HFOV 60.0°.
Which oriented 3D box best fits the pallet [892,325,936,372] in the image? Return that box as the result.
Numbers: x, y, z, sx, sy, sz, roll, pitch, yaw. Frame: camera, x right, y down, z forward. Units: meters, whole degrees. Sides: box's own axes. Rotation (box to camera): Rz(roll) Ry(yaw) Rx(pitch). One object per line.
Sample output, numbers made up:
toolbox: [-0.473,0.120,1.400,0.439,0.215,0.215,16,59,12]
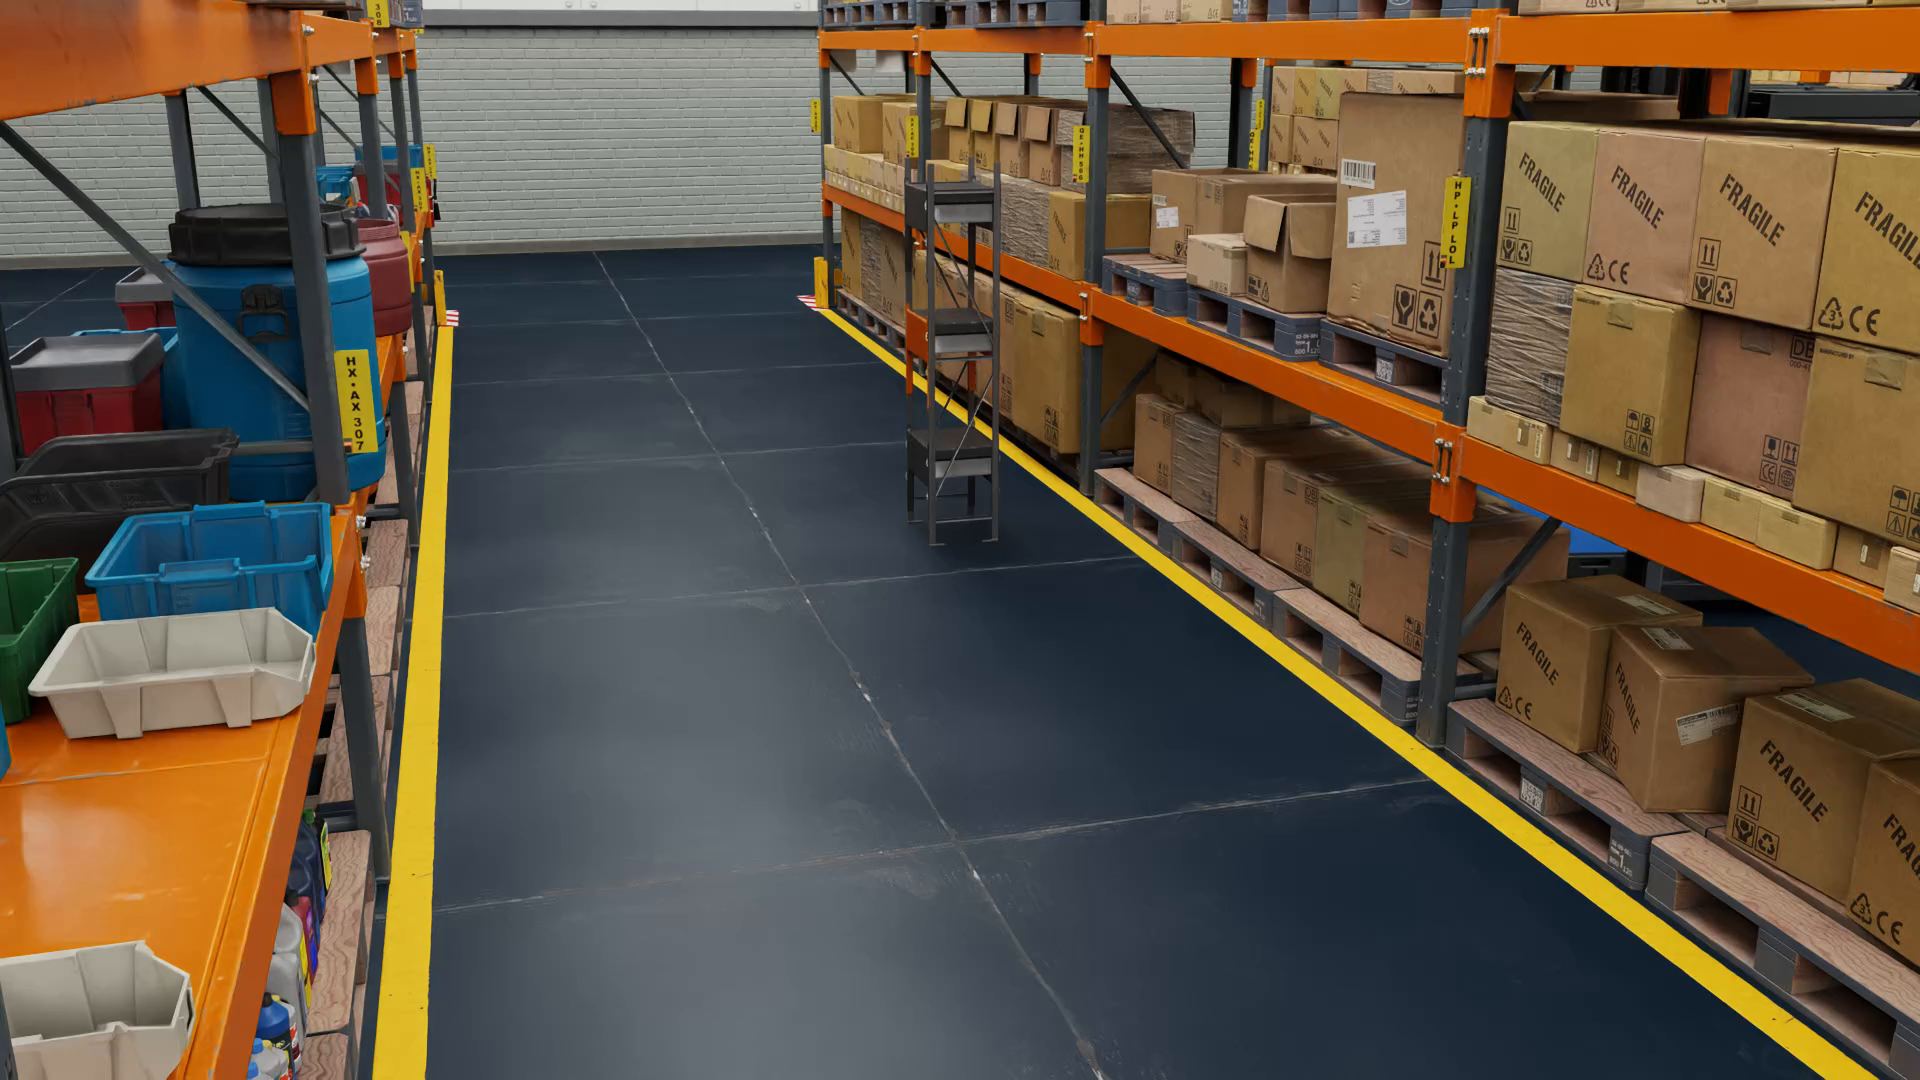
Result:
pallet: [0.012,-1.744,14.890,1.003,0.211,1.213,-5,17,-15]

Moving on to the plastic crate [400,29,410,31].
plastic crate: [-5.170,-4.662,14.914,0.450,0.188,0.336,-5,17,-15]

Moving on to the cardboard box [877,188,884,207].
cardboard box: [-0.536,-3.086,14.947,0.380,0.149,0.250,-4,17,-14]

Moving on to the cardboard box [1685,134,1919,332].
cardboard box: [2.500,-0.898,4.799,0.500,0.500,0.500,-5,17,-15]

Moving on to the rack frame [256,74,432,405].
rack frame: [-4.616,-2.471,12.465,1.000,3.000,0.127,-5,17,-15]

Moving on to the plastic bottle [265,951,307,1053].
plastic bottle: [-1.781,1.178,4.285,0.152,0.276,0.135,-4,17,-14]

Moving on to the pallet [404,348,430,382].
pallet: [-4.855,-1.336,13.533,1.003,0.211,1.213,-5,17,-15]

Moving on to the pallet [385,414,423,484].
pallet: [-4.105,-0.581,11.019,1.003,0.211,1.213,-5,17,-15]

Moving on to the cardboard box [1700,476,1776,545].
cardboard box: [2.482,-0.103,5.016,0.380,0.149,0.250,-5,17,-15]

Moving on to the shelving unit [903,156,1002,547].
shelving unit: [-0.045,-1.051,9.302,0.431,2.100,0.503,-5,17,-15]

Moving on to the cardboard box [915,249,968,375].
cardboard box: [0.341,-1.871,13.430,1.225,0.875,0.875,-5,17,-15]

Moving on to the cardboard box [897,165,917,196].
cardboard box: [-0.228,-3.035,14.085,0.500,0.250,0.500,-5,17,-16]

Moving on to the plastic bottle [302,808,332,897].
plastic bottle: [-1.968,0.939,5.069,0.061,0.283,0.133,-4,17,-12]

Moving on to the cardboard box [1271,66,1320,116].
cardboard box: [3.712,-4.857,17.980,0.500,0.500,0.500,-5,17,-16]

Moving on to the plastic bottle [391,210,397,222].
plastic bottle: [-4.097,-2.227,11.868,0.152,0.276,0.135,-5,17,-15]

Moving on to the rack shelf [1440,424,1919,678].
rack shelf: [2.894,0.248,4.663,1.077,0.370,4.000,-5,17,-15]

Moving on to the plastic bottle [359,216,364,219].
plastic bottle: [-4.073,-2.071,11.355,0.097,0.271,0.097,0,17,0]

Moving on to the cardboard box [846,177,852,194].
cardboard box: [-0.889,-3.441,16.128,0.380,0.149,0.250,-5,17,-16]

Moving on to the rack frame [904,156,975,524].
rack frame: [-0.113,-1.119,9.527,0.400,2.100,0.015,-5,17,-15]

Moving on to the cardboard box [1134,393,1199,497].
cardboard box: [1.449,-0.586,9.770,0.700,0.500,0.500,-6,18,-18]

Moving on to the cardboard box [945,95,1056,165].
cardboard box: [0.330,-3.215,13.024,0.797,0.503,0.637,-5,17,-17]

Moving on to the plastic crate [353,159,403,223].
plastic crate: [-4.620,-2.797,13.335,0.402,0.464,0.583,-5,17,-15]

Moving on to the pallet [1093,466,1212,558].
pallet: [1.459,-0.205,9.766,1.003,0.211,1.213,-5,17,-15]

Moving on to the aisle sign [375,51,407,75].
aisle sign: [-5.453,-4.866,15.918,0.394,0.787,0.004,-5,17,-15]

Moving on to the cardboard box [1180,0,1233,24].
cardboard box: [1.421,-2.687,8.232,0.500,0.250,0.500,-4,17,-14]

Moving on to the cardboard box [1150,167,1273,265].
cardboard box: [1.432,-1.859,9.523,0.500,0.500,0.500,-7,18,-22]

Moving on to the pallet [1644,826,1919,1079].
pallet: [2.902,1.207,5.068,1.003,0.211,1.213,-5,17,-15]

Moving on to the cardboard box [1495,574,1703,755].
cardboard box: [2.416,0.460,6.322,0.500,0.500,0.500,-5,18,-17]

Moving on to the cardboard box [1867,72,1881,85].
cardboard box: [9.316,-4.625,16.596,0.380,0.149,0.250,-4,17,-14]

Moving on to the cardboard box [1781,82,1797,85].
cardboard box: [8.999,-4.563,17.516,0.500,0.500,0.500,-4,17,-15]

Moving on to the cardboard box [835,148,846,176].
cardboard box: [-0.932,-3.742,16.441,0.500,0.250,0.500,-5,17,-16]

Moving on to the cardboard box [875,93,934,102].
cardboard box: [-0.567,-4.285,16.943,0.500,0.500,0.500,-4,17,-15]

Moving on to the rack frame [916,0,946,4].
rack frame: [0.146,-5.736,12.905,1.000,3.000,0.127,-5,17,-15]

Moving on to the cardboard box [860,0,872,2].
cardboard box: [-0.531,-5.259,15.453,0.700,0.500,0.500,-6,18,-19]

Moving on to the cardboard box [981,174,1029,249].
cardboard box: [0.455,-2.344,11.867,0.500,0.500,0.500,-4,17,-14]

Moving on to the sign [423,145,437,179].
sign: [-5.191,-3.704,16.284,0.100,0.325,0.005,-5,17,-15]

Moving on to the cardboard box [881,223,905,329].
cardboard box: [-0.206,-2.484,15.471,0.875,0.875,0.875,-5,17,-15]

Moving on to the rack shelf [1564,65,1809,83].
rack shelf: [5.493,-3.766,12.811,1.077,0.370,4.000,-5,17,-15]

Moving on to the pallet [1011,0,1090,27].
pallet: [1.017,-3.276,10.260,1.213,0.211,1.003,-4,17,-13]

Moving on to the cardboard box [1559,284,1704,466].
cardboard box: [2.512,-0.570,5.444,0.875,0.500,0.500,-5,17,-15]

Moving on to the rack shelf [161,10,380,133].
rack shelf: [-2.967,-1.904,6.612,1.077,0.370,4.000,-5,17,-15]

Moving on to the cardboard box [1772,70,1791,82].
cardboard box: [8.911,-4.969,17.741,0.380,0.149,0.250,-5,17,-15]

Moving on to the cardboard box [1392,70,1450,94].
cardboard box: [4.406,-4.147,15.616,0.500,0.500,0.500,-5,18,-17]

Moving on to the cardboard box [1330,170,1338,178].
cardboard box: [4.044,-3.743,17.137,0.380,0.149,0.250,-5,17,-16]

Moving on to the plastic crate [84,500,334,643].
plastic crate: [-1.852,0.098,4.172,0.499,0.251,0.616,-5,17,-15]

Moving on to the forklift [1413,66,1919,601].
forklift: [3.961,-1.199,8.347,3.031,2.935,1.130,-1,17,-2]

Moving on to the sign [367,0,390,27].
sign: [-2.990,-2.797,8.516,0.100,0.325,0.005,-5,17,-15]

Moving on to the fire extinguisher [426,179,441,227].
fire extinguisher: [-5.320,-3.440,16.471,0.296,0.674,0.183,-5,17,-15]

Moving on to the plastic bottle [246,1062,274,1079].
plastic bottle: [-1.611,1.323,3.811,0.097,0.271,0.097,0,17,0]

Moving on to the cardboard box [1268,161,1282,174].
cardboard box: [3.617,-4.098,18.316,0.380,0.149,0.250,-5,17,-16]

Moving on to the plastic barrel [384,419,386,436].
plastic barrel: [-3.978,-0.857,10.554,0.600,0.588,0.708,-5,17,-15]

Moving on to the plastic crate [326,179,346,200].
plastic crate: [-5.520,-2.985,14.361,0.416,0.233,0.300,-5,17,-15]

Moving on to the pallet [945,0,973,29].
pallet: [0.446,-3.958,12.533,0.805,0.209,1.217,-5,18,-17]

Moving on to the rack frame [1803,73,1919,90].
rack frame: [6.042,-2.121,11.297,1.000,3.000,0.127,-5,17,-15]

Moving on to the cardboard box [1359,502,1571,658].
cardboard box: [2.197,0.165,7.269,0.700,0.500,0.500,-6,18,-20]

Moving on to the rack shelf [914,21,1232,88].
rack shelf: [0.696,-3.402,11.599,1.077,0.370,4.000,-5,17,-15]

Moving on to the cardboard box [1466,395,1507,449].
cardboard box: [2.115,-0.446,6.161,0.380,0.149,0.250,-5,17,-15]
